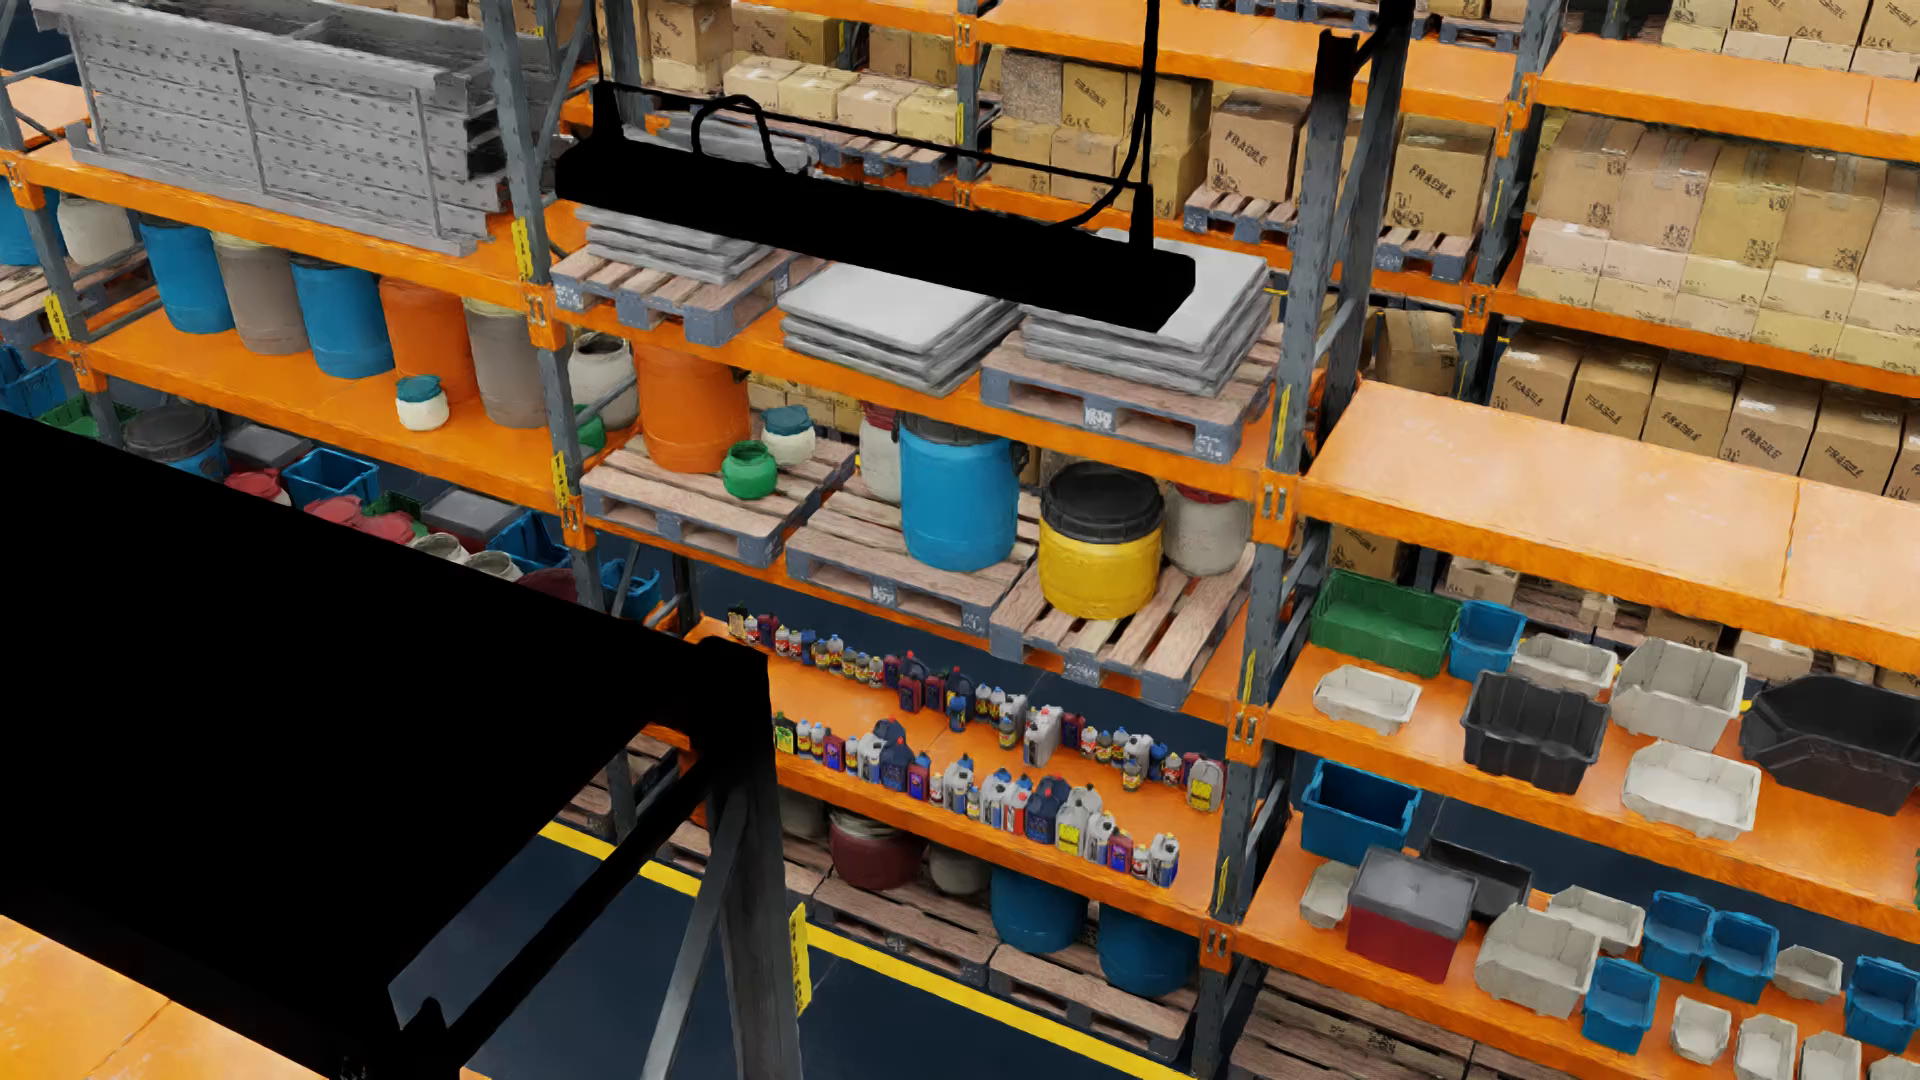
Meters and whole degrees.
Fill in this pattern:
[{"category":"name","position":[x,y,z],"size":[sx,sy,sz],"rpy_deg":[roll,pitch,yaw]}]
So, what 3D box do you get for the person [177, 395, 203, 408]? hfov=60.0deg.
[{"category":"person","position":[-6.756,-1.747,14.878],"size":[0.843,1.695,0.706],"rpy_deg":[5,35,8]}]
